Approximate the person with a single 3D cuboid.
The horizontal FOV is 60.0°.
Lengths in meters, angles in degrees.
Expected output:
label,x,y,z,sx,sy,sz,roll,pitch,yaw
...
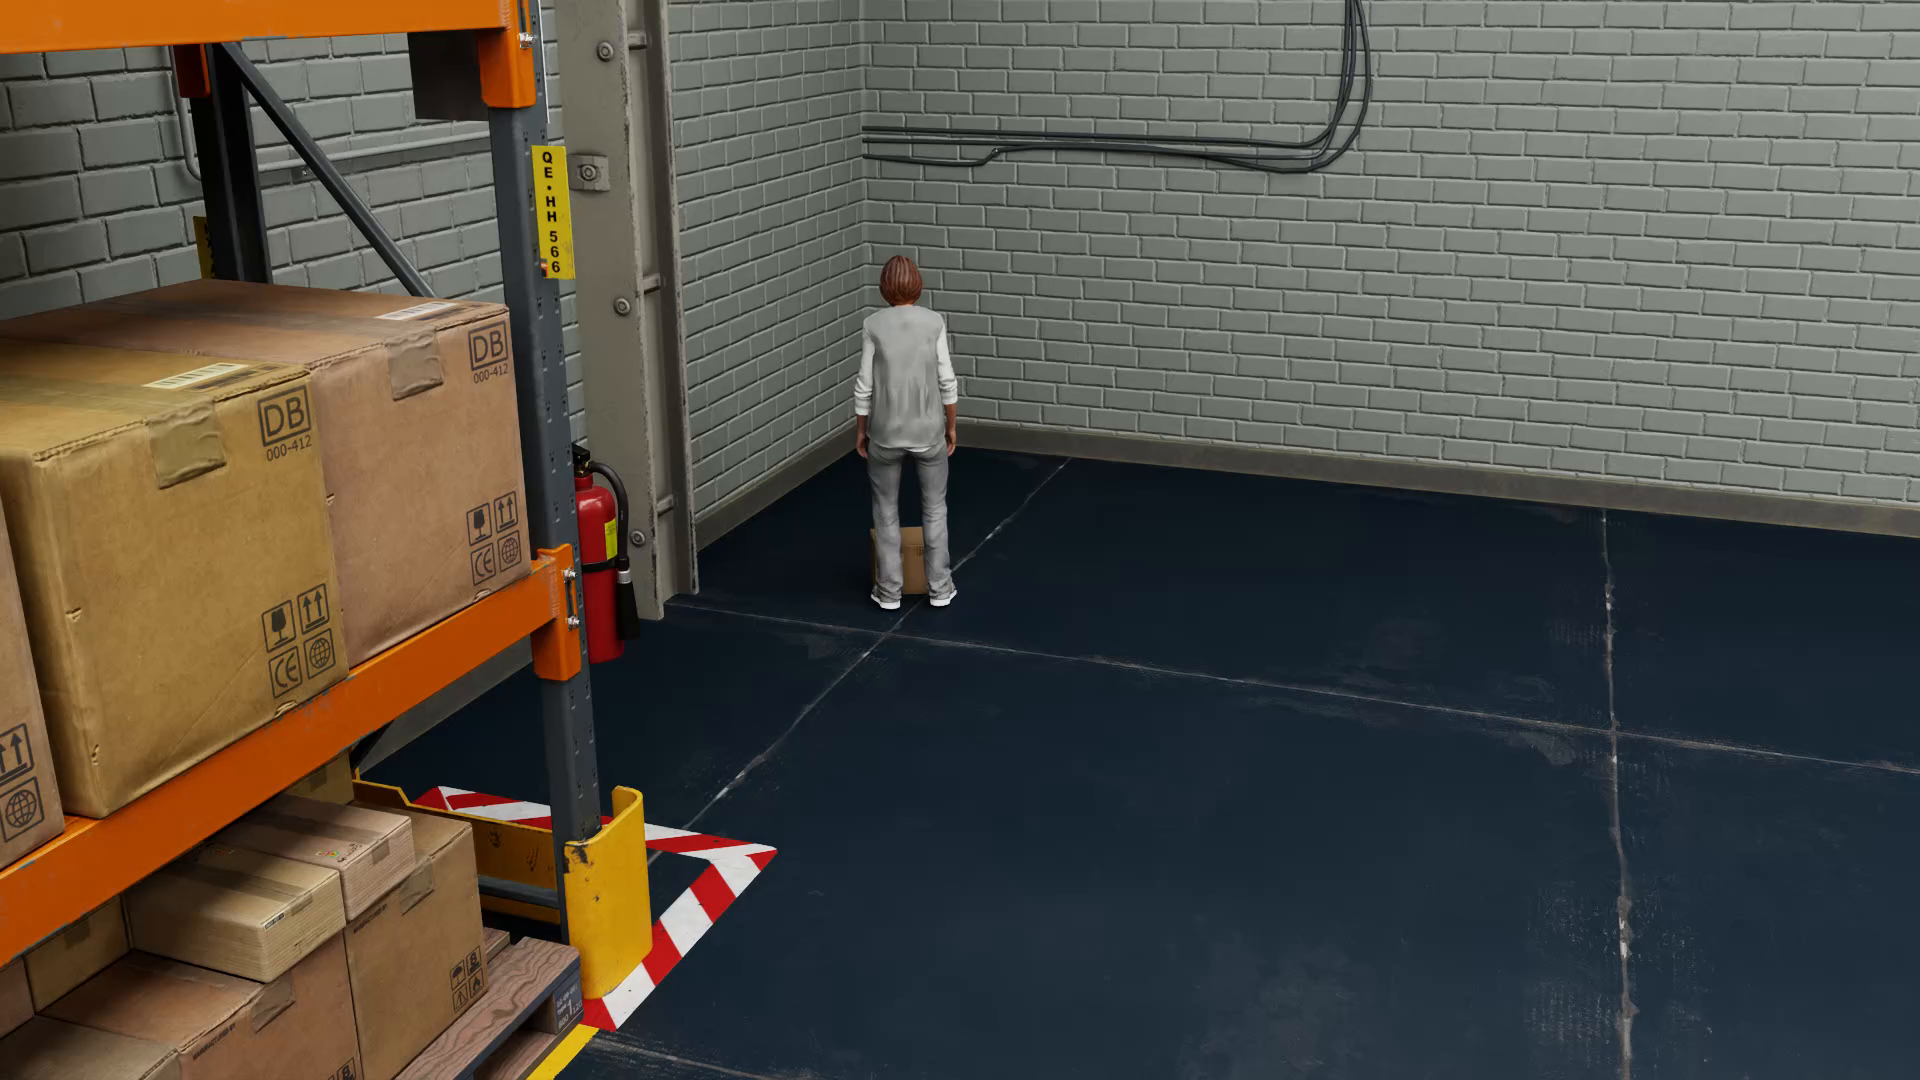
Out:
label,x,y,z,sx,sy,sz,roll,pitch,yaw
person,-0.239,-0.455,7.422,0.462,1.582,0.343,-2,19,-6
